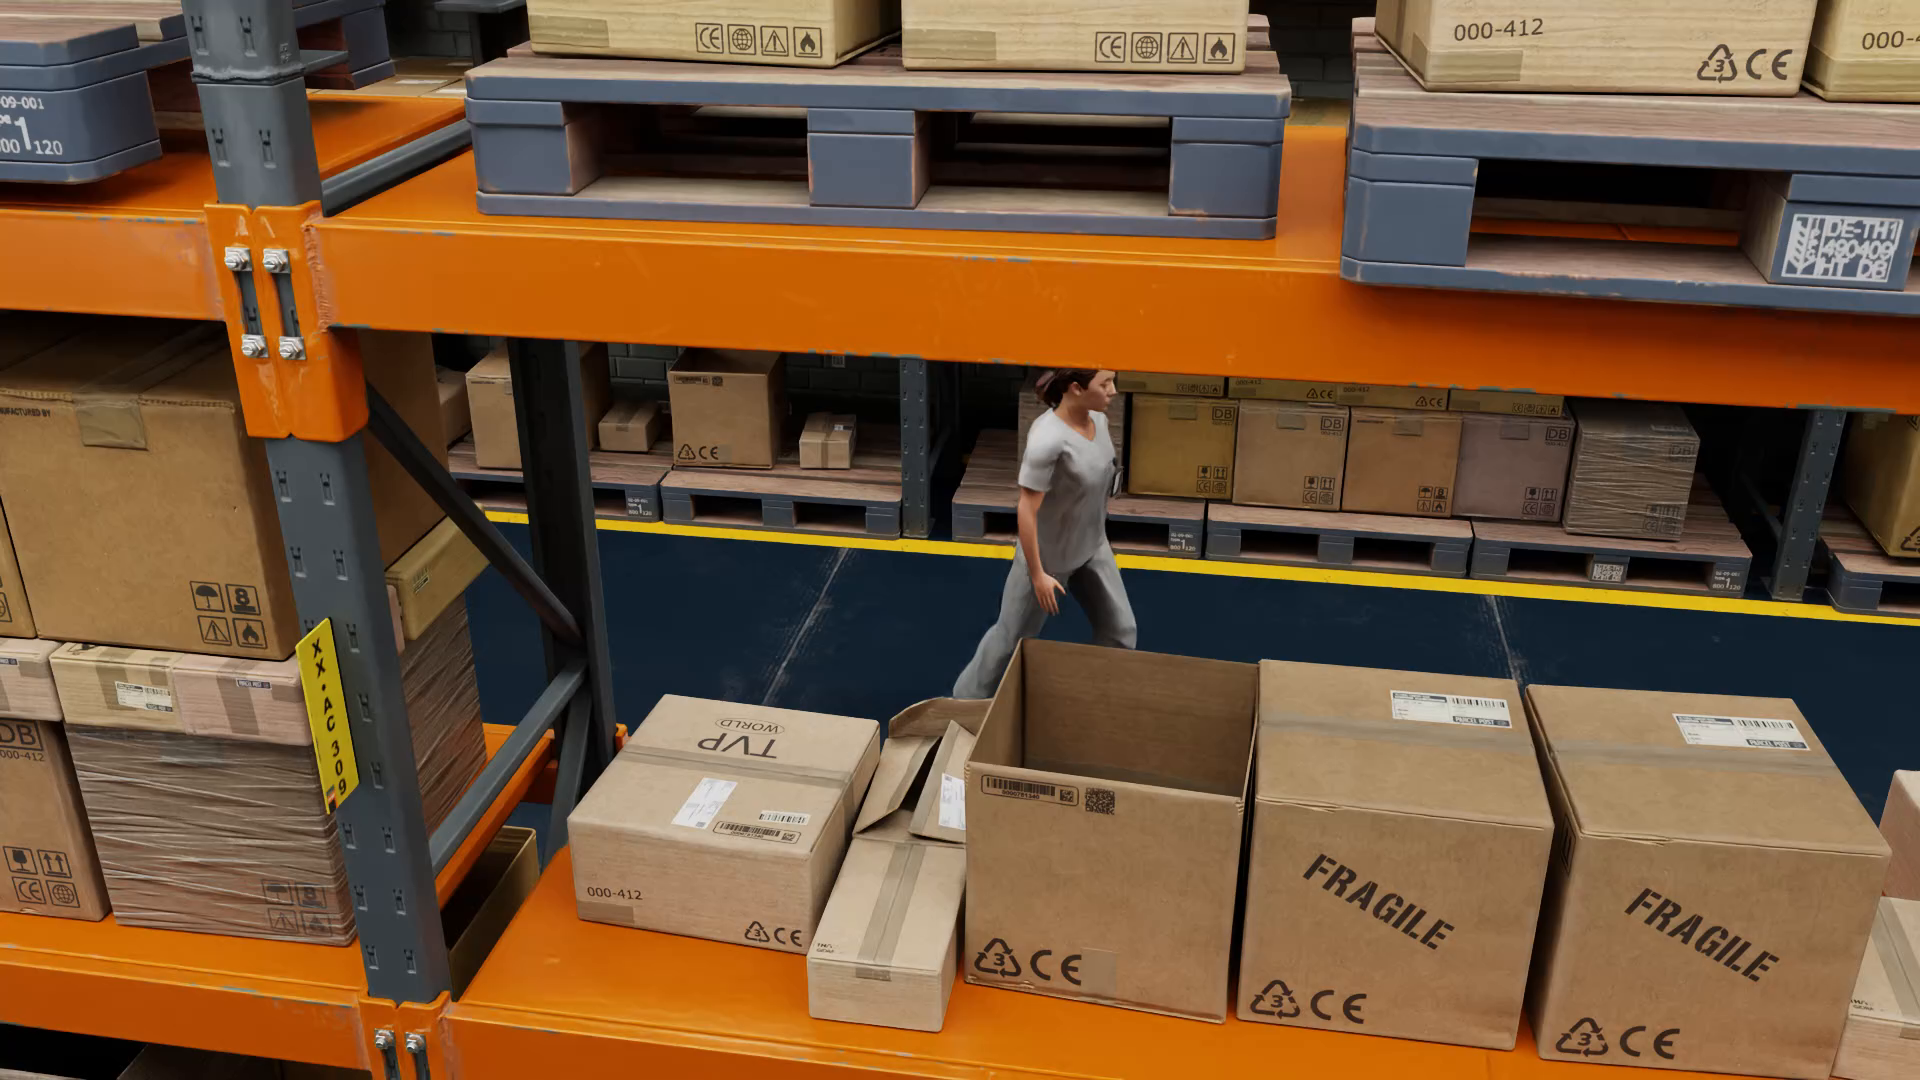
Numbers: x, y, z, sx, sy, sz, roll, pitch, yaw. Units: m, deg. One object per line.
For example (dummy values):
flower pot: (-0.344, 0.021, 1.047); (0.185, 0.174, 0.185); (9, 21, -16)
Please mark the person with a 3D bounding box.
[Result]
person: (0.329, 0.033, 6.065); (0.800, 1.639, 0.515); (21, 32, 37)
